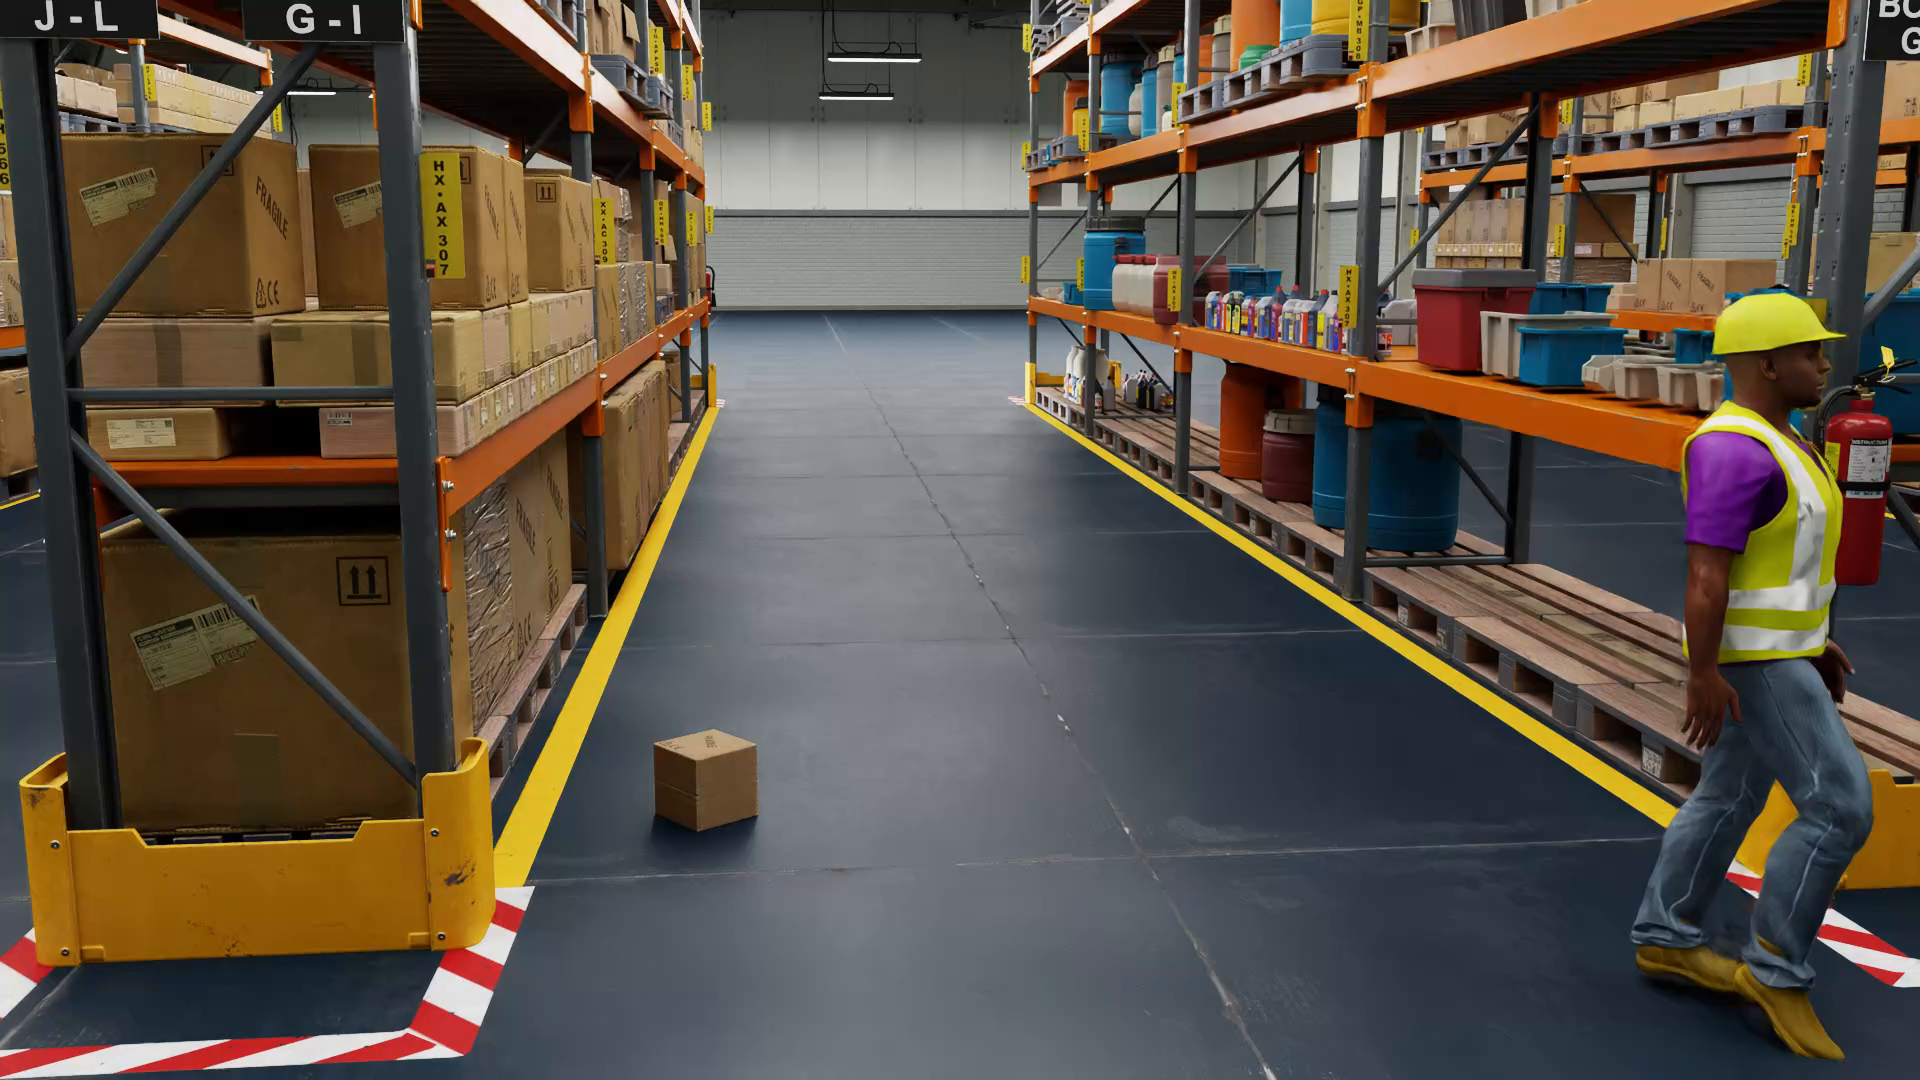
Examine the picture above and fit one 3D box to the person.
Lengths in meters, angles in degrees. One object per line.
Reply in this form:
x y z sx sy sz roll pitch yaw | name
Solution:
1.983 0.313 4.091 0.532 1.821 0.598 6 12 31 | person
